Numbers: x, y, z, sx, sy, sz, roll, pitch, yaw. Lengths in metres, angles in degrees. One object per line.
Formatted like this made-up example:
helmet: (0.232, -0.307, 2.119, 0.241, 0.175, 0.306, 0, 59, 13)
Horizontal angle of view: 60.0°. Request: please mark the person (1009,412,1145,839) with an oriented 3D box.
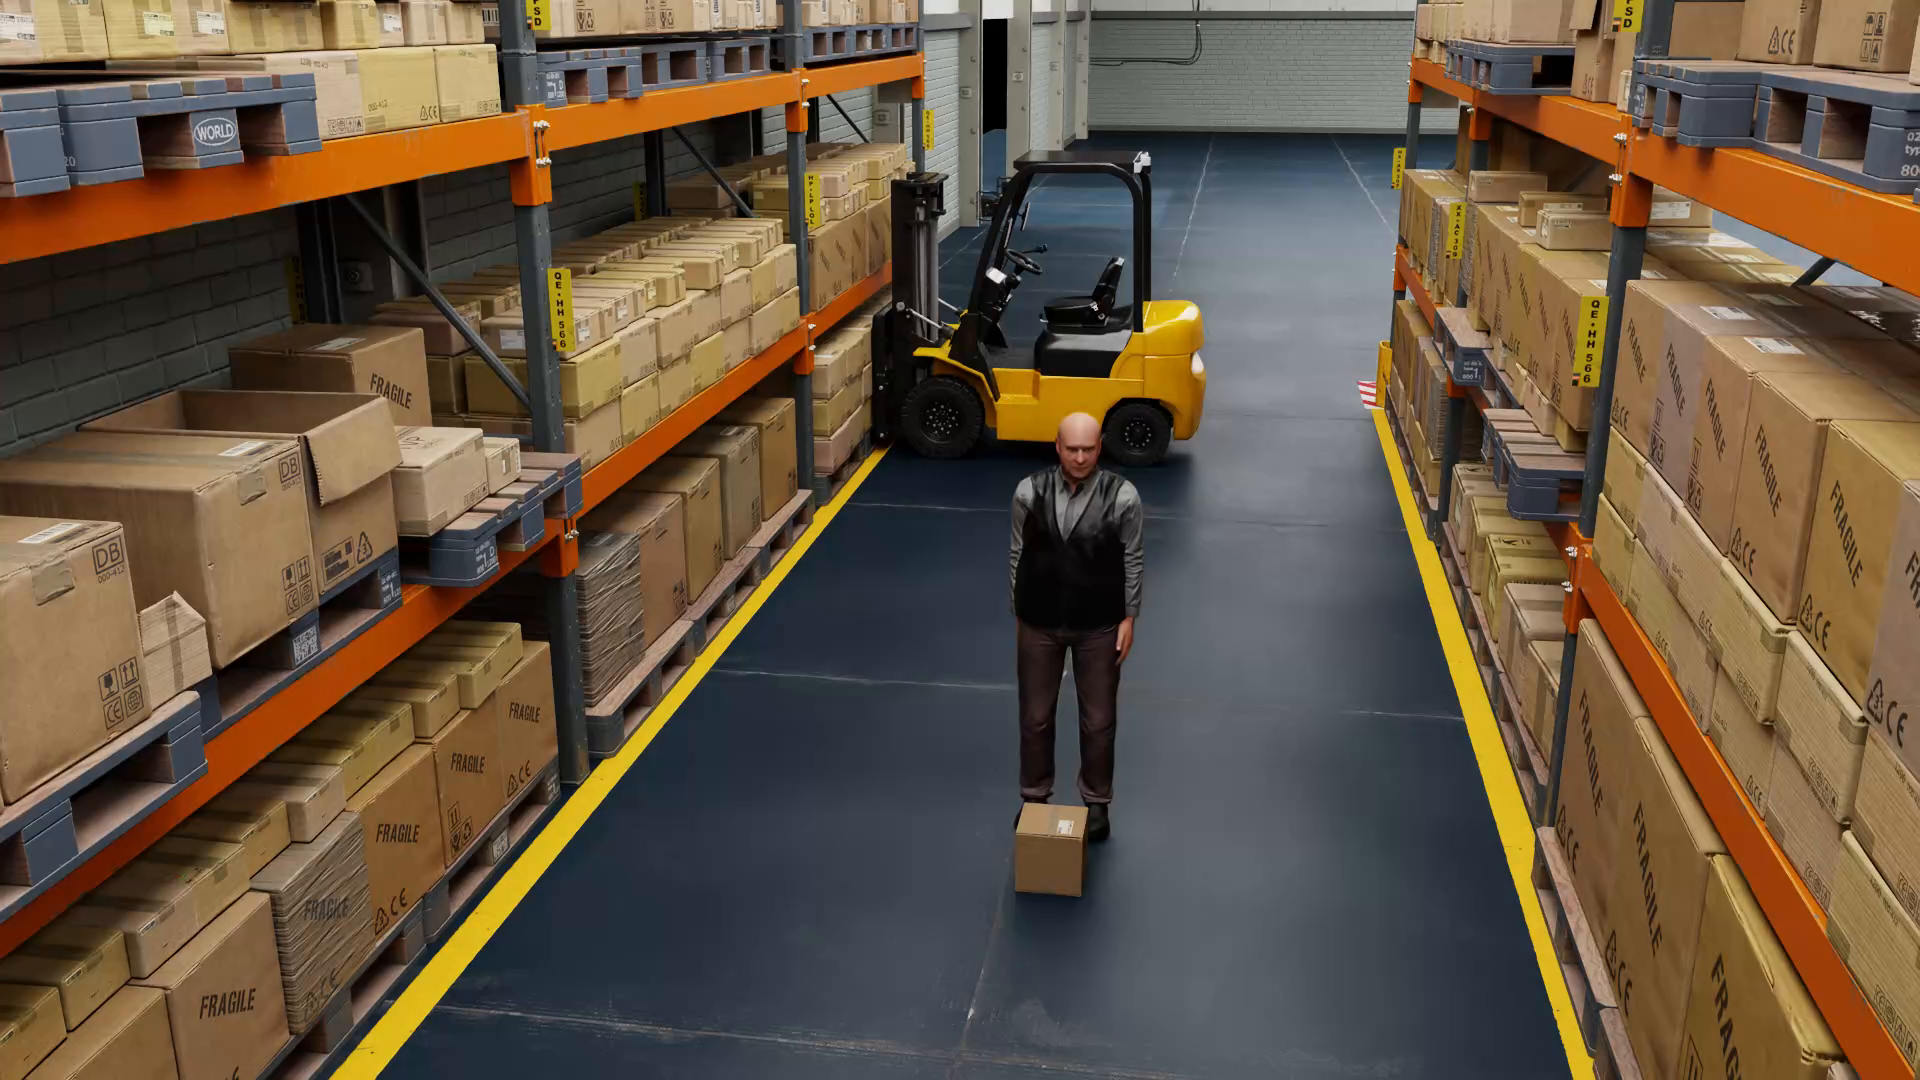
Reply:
person: (0.452, 0.336, 6.558, 0.533, 1.715, 0.359, 3, 18, 10)
